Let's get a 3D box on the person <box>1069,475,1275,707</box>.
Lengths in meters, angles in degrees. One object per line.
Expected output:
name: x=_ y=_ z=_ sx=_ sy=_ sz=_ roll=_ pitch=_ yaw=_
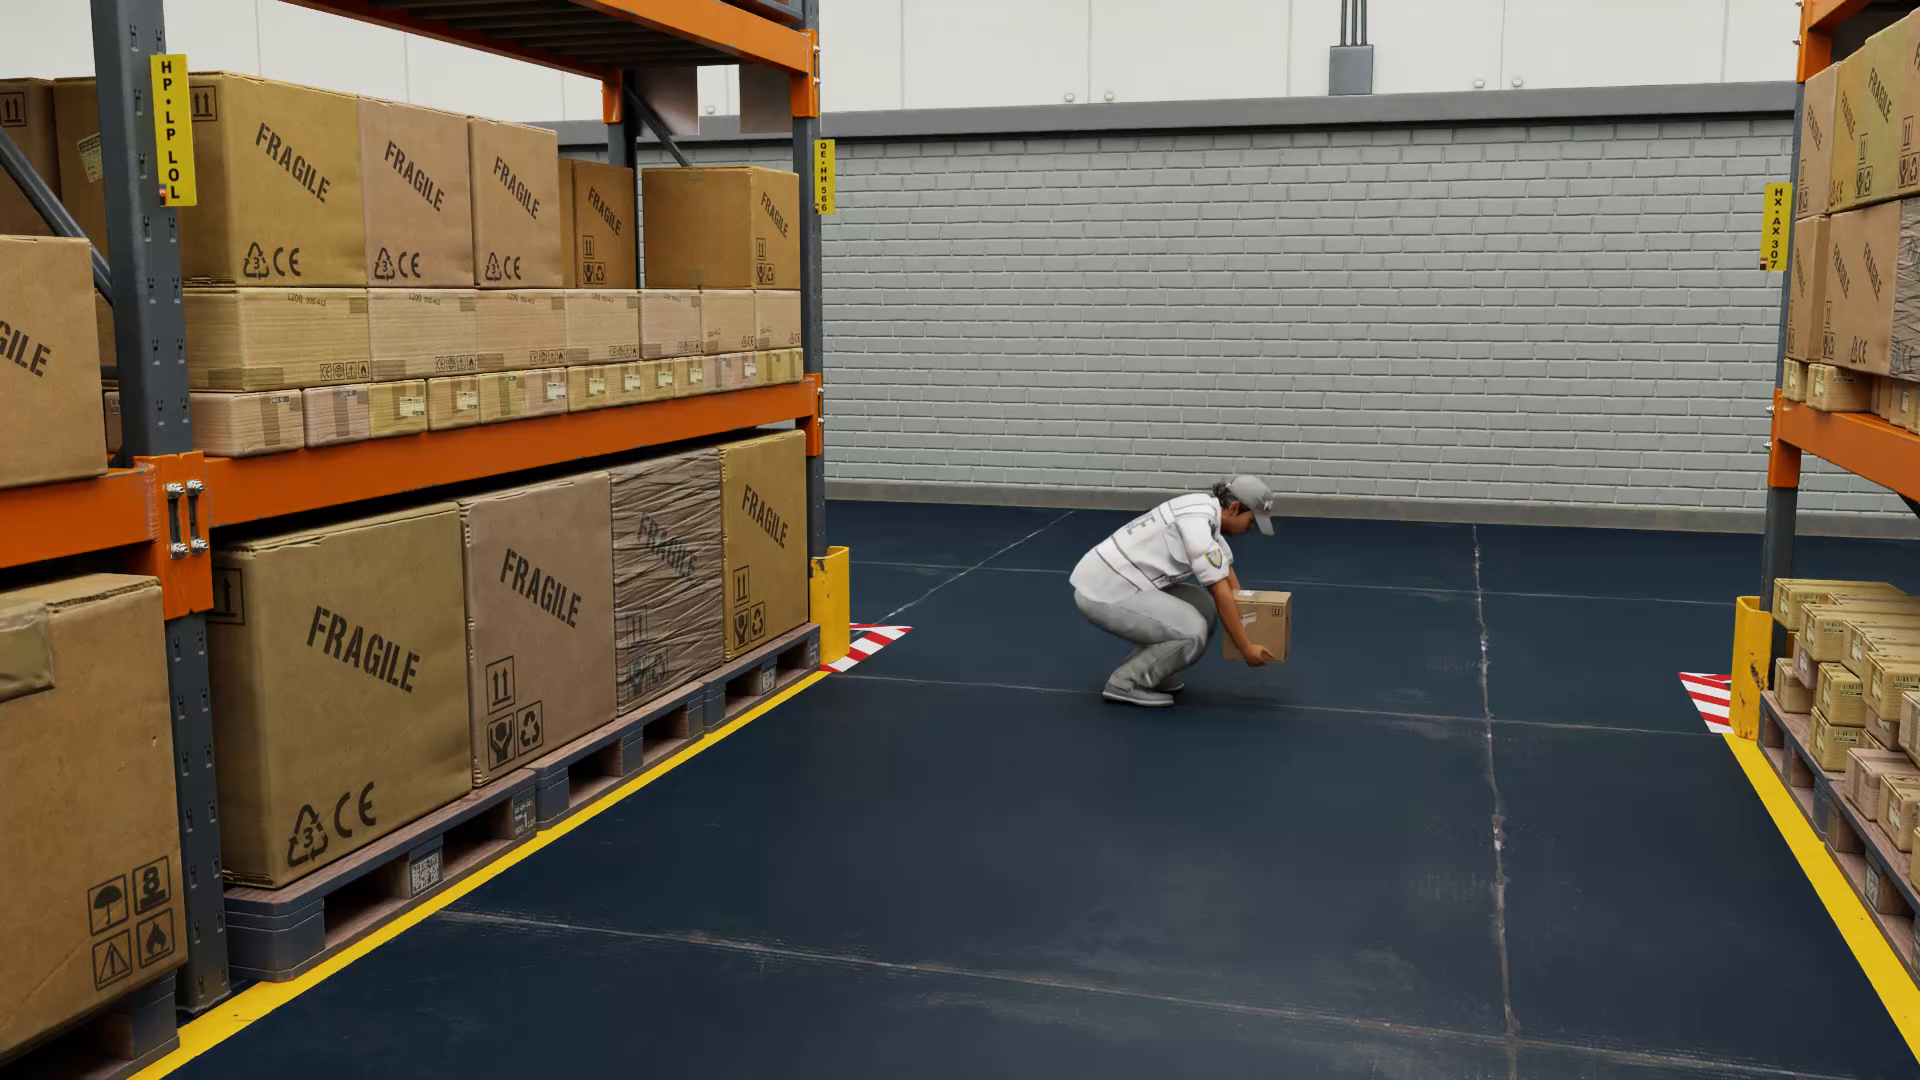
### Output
person: x=0.912 y=0.202 z=6.949 sx=0.842 sy=0.954 sz=0.509 roll=2 pitch=9 yaw=15
